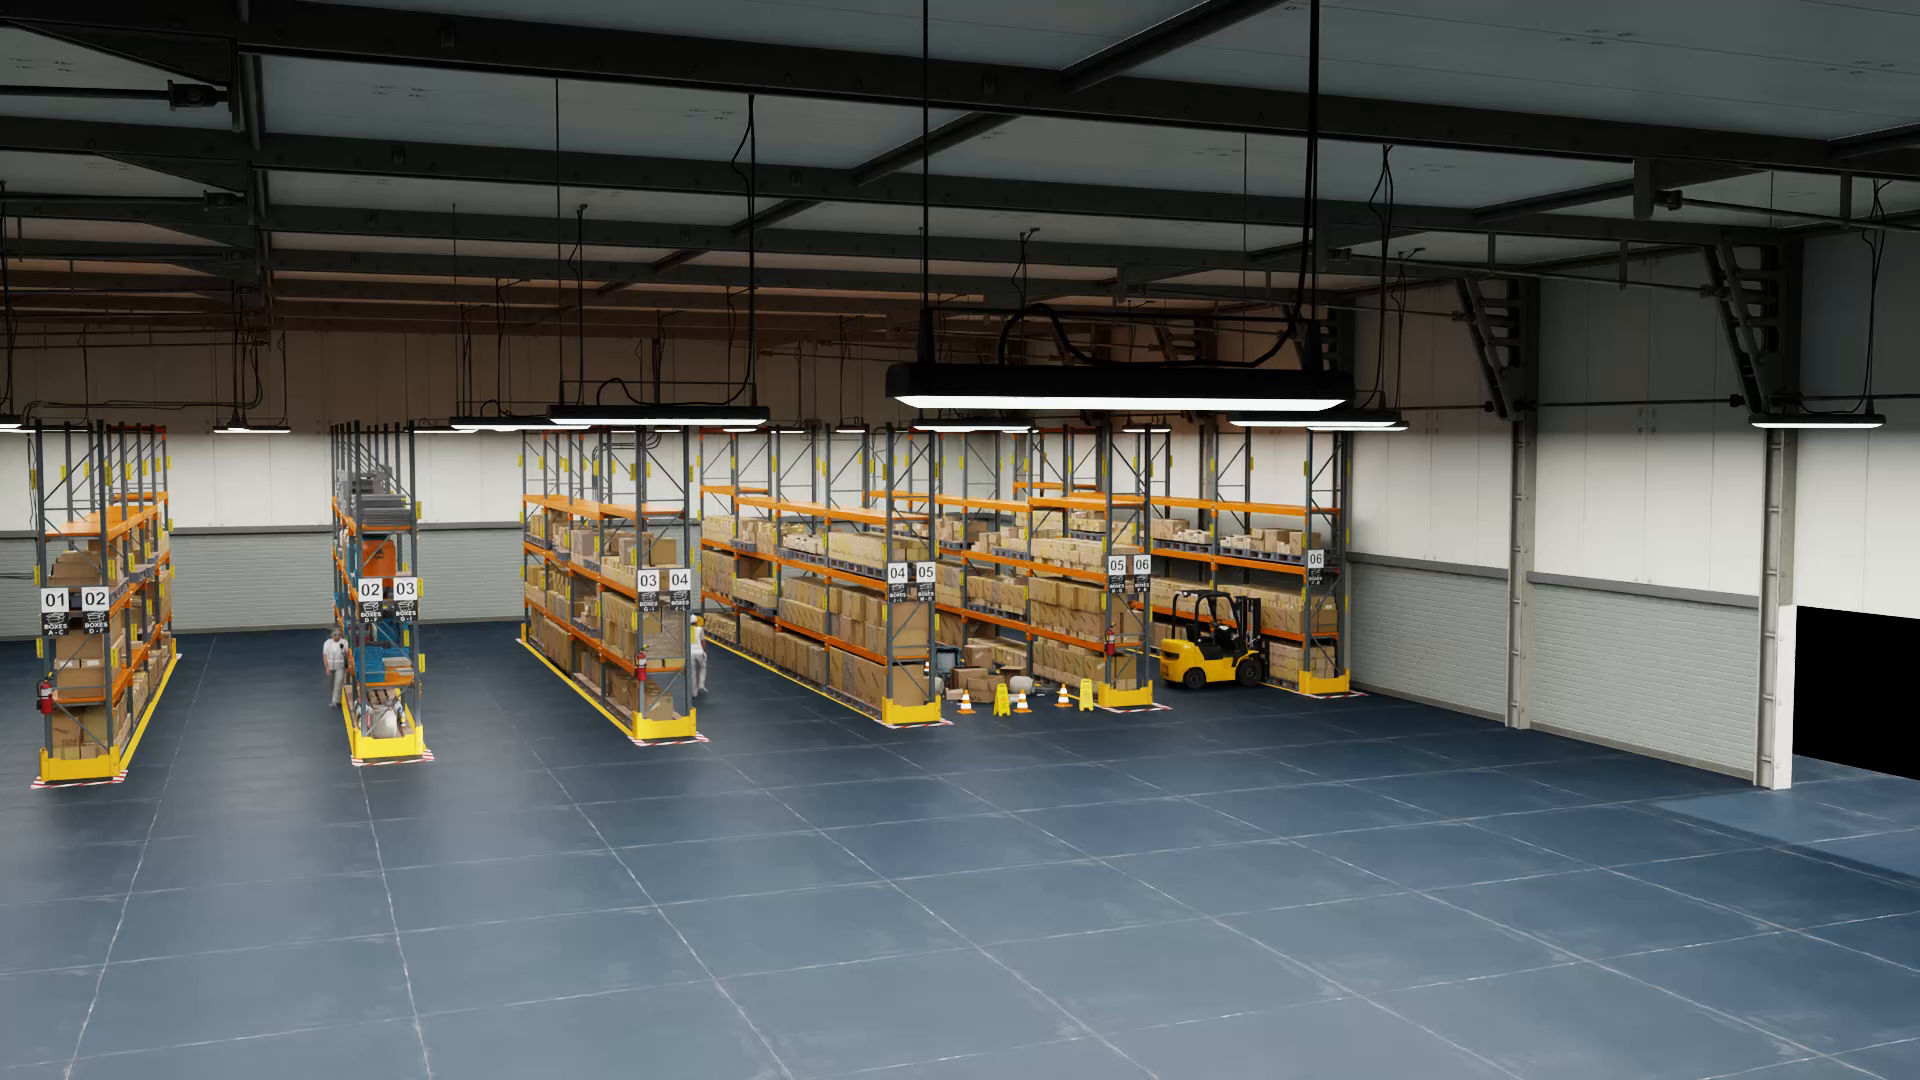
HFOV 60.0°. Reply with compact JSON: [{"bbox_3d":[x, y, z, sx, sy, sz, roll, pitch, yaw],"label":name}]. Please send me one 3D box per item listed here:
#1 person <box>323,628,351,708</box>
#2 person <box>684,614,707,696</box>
[{"bbox_3d":[-13.189,2.681,35.133,0.527,1.665,1.146,0,4,-6],"label":"person"},{"bbox_3d":[-5.874,2.526,36.708,0.561,1.765,0.497,0,4,-7],"label":"person"}]
